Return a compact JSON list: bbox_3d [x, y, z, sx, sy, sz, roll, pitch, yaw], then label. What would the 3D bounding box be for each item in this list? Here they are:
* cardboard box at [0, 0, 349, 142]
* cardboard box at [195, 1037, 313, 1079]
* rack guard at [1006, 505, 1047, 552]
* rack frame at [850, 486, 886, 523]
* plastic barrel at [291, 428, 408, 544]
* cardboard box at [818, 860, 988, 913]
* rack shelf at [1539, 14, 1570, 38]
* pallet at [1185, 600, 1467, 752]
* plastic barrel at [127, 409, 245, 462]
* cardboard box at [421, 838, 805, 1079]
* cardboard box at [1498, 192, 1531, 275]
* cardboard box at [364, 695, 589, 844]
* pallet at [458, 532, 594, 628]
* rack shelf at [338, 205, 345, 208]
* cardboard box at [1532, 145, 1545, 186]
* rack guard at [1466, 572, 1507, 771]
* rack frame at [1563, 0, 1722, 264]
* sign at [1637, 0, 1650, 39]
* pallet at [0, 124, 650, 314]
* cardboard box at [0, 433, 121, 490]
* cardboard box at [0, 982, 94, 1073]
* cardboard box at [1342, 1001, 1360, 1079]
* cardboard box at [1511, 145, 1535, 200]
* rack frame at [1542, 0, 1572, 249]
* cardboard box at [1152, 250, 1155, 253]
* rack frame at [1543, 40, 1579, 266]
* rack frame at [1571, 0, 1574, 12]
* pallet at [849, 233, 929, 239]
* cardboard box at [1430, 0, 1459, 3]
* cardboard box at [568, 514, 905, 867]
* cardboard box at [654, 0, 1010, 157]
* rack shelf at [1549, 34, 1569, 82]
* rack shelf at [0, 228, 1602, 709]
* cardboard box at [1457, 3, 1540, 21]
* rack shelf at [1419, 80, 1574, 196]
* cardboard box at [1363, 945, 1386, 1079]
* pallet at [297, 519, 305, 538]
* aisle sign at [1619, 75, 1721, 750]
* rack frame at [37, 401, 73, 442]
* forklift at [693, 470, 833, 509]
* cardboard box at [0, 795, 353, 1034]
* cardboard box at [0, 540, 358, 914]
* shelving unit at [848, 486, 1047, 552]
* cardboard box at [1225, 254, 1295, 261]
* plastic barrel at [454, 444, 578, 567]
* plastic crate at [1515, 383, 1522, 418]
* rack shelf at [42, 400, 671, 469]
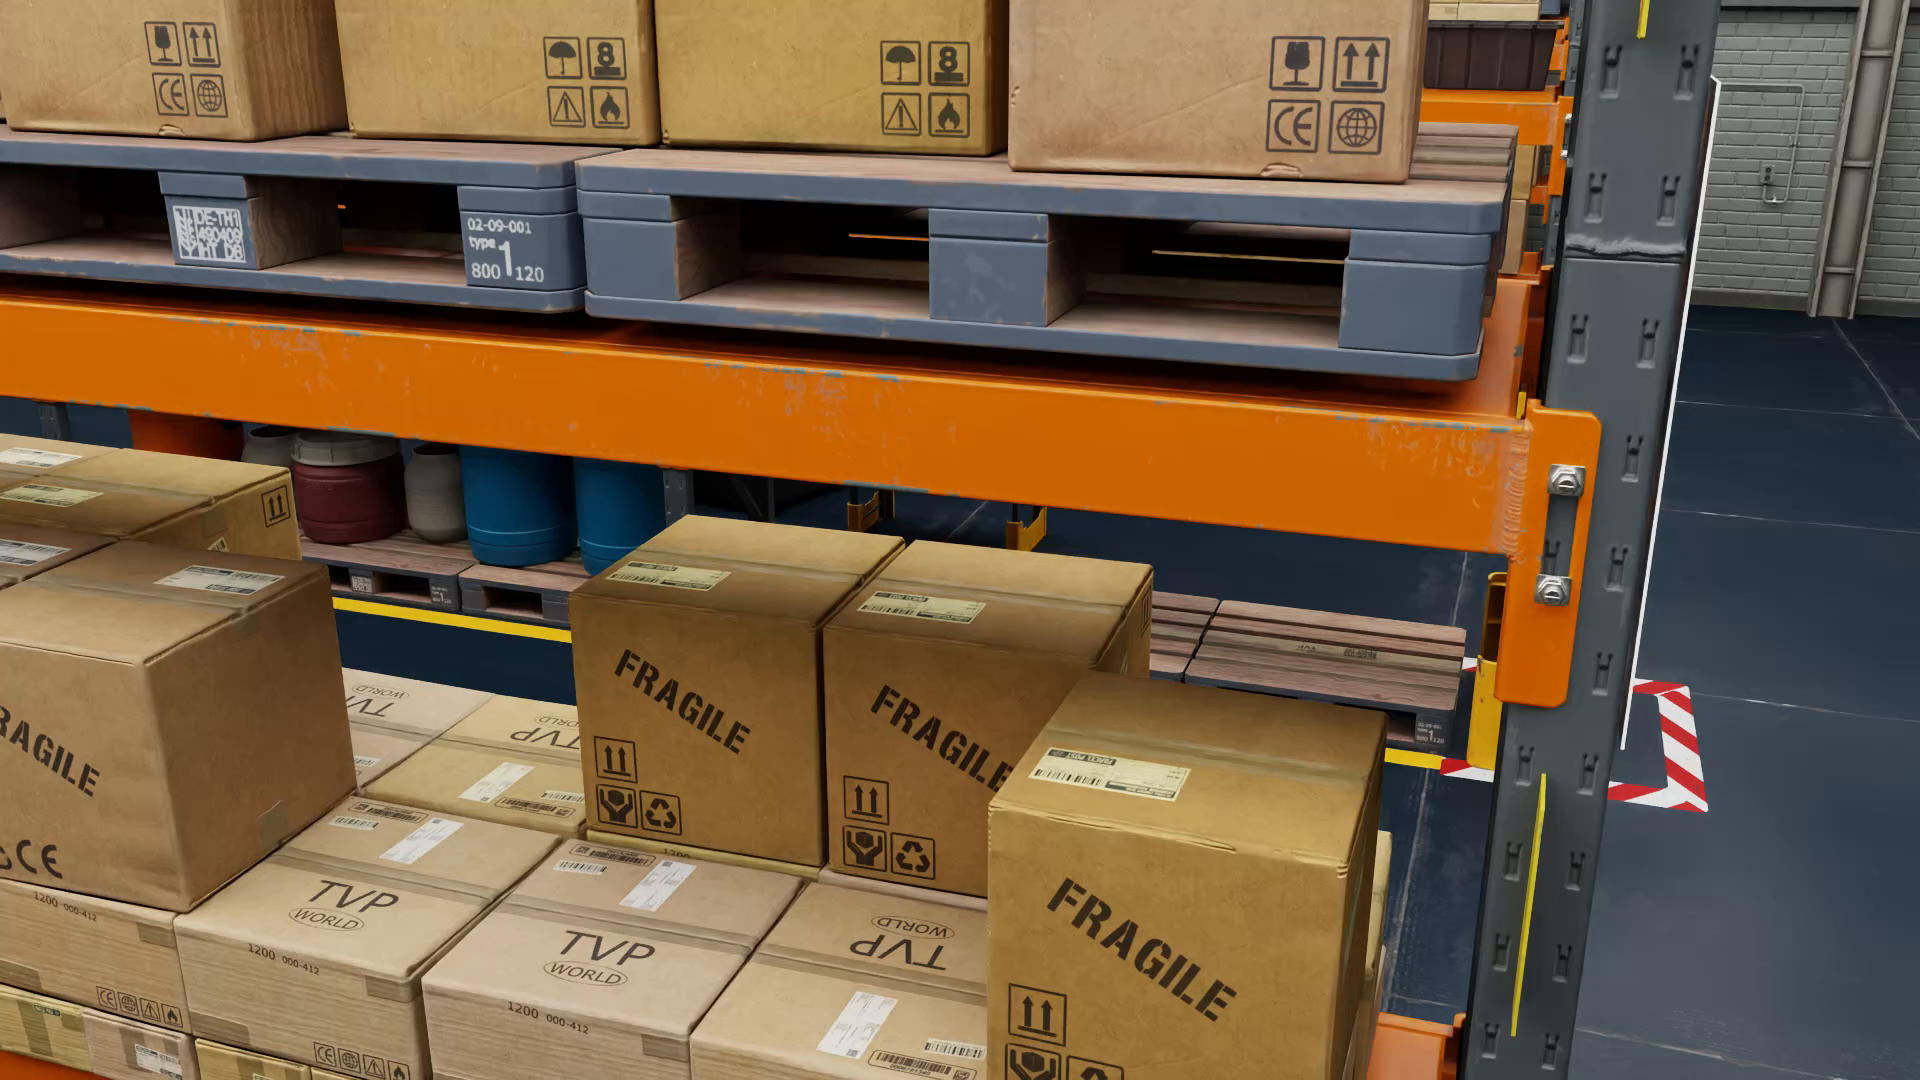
[{"bbox_3d":[-1.162,-0.966,2.791,0.500,0.500,0.700,7,21,20],"label":"cardboard box"},{"bbox_3d":[-1.231,0.939,3.206,0.250,0.149,0.380,6,20,16],"label":"cardboard box"},{"bbox_3d":[0.398,-0.072,9.904,0.087,0.250,0.587,7,20,18],"label":"rack guard"},{"bbox_3d":[-0.561,-0.772,10.013,0.032,1.500,0.500,7,20,18],"label":"rack frame"},{"bbox_3d":[-3.493,-0.345,9.533,0.708,0.588,0.600,7,20,18],"label":"plastic barrel"},{"bbox_3d":[0.046,0.690,3.316,0.500,0.250,0.500,6,20,17],"label":"cardboard box"},{"bbox_3d":[3.891,-4.964,16.294,4.000,0.370,1.077,7,20,18],"label":"rack shelf"},{"bbox_3d":[1.763,0.625,7.962,1.213,0.211,1.003,7,20,18],"label":"pallet"},{"bbox_3d":[-4.560,-0.581,9.844,0.708,0.830,0.600,7,20,18],"label":"plastic barrel"},{"bbox_3d":[-0.601,0.800,2.999,0.500,0.250,0.500,6,20,16],"label":"cardboard box"},{"bbox_3d":[3.646,-2.141,11.510,0.500,0.500,0.500,7,20,20],"label":"cardboard box"},{"bbox_3d":[-0.922,0.580,3.631,0.500,0.250,0.500,6,20,17],"label":"cardboard box"},{"bbox_3d":[-1.964,0.198,9.188,1.213,0.211,1.003,7,20,18],"label":"pallet"},{"bbox_3d":[-5.288,-2.871,14.847,4.000,0.370,1.077,7,20,18],"label":"rack shelf"},{"bbox_3d":[5.296,-3.864,16.150,0.700,0.700,0.980,7,21,21],"label":"cardboard box"},{"bbox_3d":[2.557,0.588,7.629,0.348,0.500,1.175,7,20,18],"label":"rack guard"},{"bbox_3d":[0.904,-1.883,1.808,0.127,3.000,1.000,7,20,18],"label":"rack frame"},{"bbox_3d":[0.713,-0.680,1.689,0.005,0.325,0.100,7,20,18],"label":"sign"},{"bbox_3d":[-0.956,-0.633,2.913,1.213,0.211,1.003,7,20,18],"label":"pallet"},{"bbox_3d":[-2.352,0.060,3.983,0.500,0.500,0.500,7,20,20],"label":"cardboard box"},{"bbox_3d":[-1.716,0.884,3.366,0.250,0.149,0.380,6,20,17],"label":"cardboard box"},{"bbox_3d":[0.359,0.910,2.684,0.500,0.250,0.500,6,20,17],"label":"cardboard box"},{"bbox_3d":[3.648,-2.612,11.342,0.500,0.500,0.500,6,20,18],"label":"cardboard box"},{"bbox_3d":[5.781,-3.671,16.050,0.127,3.000,1.000,7,20,18],"label":"rack frame"},{"bbox_3d":[1.257,-2.415,12.296,0.500,0.500,0.500,7,20,19],"label":"cardboard box"},{"bbox_3d":[2.530,-0.590,7.213,0.127,3.000,1.000,7,20,18],"label":"rack frame"},{"bbox_3d":[4.159,-4.963,10.643,0.127,3.000,1.000,7,20,18],"label":"rack frame"},{"bbox_3d":[-0.339,-2.592,13.246,1.213,0.211,1.003,7,20,18],"label":"pallet"},{"bbox_3d":[3.117,-3.742,11.165,0.500,0.250,0.500,7,20,18],"label":"cardboard box"},{"bbox_3d":[-0.424,0.282,3.347,0.500,0.500,0.500,6,20,17],"label":"cardboard box"},{"bbox_3d":[-0.097,-0.897,2.595,0.500,0.500,0.700,6,20,16],"label":"cardboard box"},{"bbox_3d":[2.269,-3.423,11.875,4.000,0.370,1.077,7,20,18],"label":"rack shelf"},{"bbox_3d":[-0.985,-0.343,3.039,4.000,0.370,1.077,7,20,18],"label":"rack shelf"},{"bbox_3d":[3.587,-3.449,11.085,0.500,0.250,0.500,7,20,18],"label":"cardboard box"},{"bbox_3d":[0.640,-1.883,7.457,4.000,0.370,1.077,7,20,18],"label":"rack shelf"},{"bbox_3d":[0.677,0.927,3.241,0.250,0.149,0.380,7,20,19],"label":"cardboard box"},{"bbox_3d":[-4.269,-0.066,9.944,1.213,0.211,1.003,7,20,18],"label":"pallet"},{"bbox_3d":[0.874,-0.177,2.077,0.004,0.787,0.394,7,20,18],"label":"aisle sign"},{"bbox_3d":[-5.027,-1.455,9.692,0.127,3.000,1.000,7,20,18],"label":"rack frame"},{"bbox_3d":[-2.106,-1.953,11.226,3.031,2.935,1.130,14,24,35],"label":"forklift"},{"bbox_3d":[-1.557,0.689,3.317,0.500,0.250,0.500,7,20,19],"label":"cardboard box"},{"bbox_3d":[-1.550,0.335,3.194,0.500,0.500,0.500,6,20,16],"label":"cardboard box"},{"bbox_3d":[-0.072,-0.716,9.853,1.083,1.500,0.587,7,20,18],"label":"shelving unit"},{"bbox_3d":[2.210,-2.306,11.983,0.500,0.500,0.500,6,20,17],"label":"cardboard box"},{"bbox_3d":[-2.426,-0.371,9.132,0.708,0.901,0.600,7,20,18],"label":"plastic barrel"},{"bbox_3d":[2.152,-0.614,7.134,0.499,0.435,0.616,7,20,18],"label":"plastic crate"},{"bbox_3d":[-3.138,-0.899,9.191,4.000,0.370,1.077,7,20,18],"label":"rack shelf"}]
